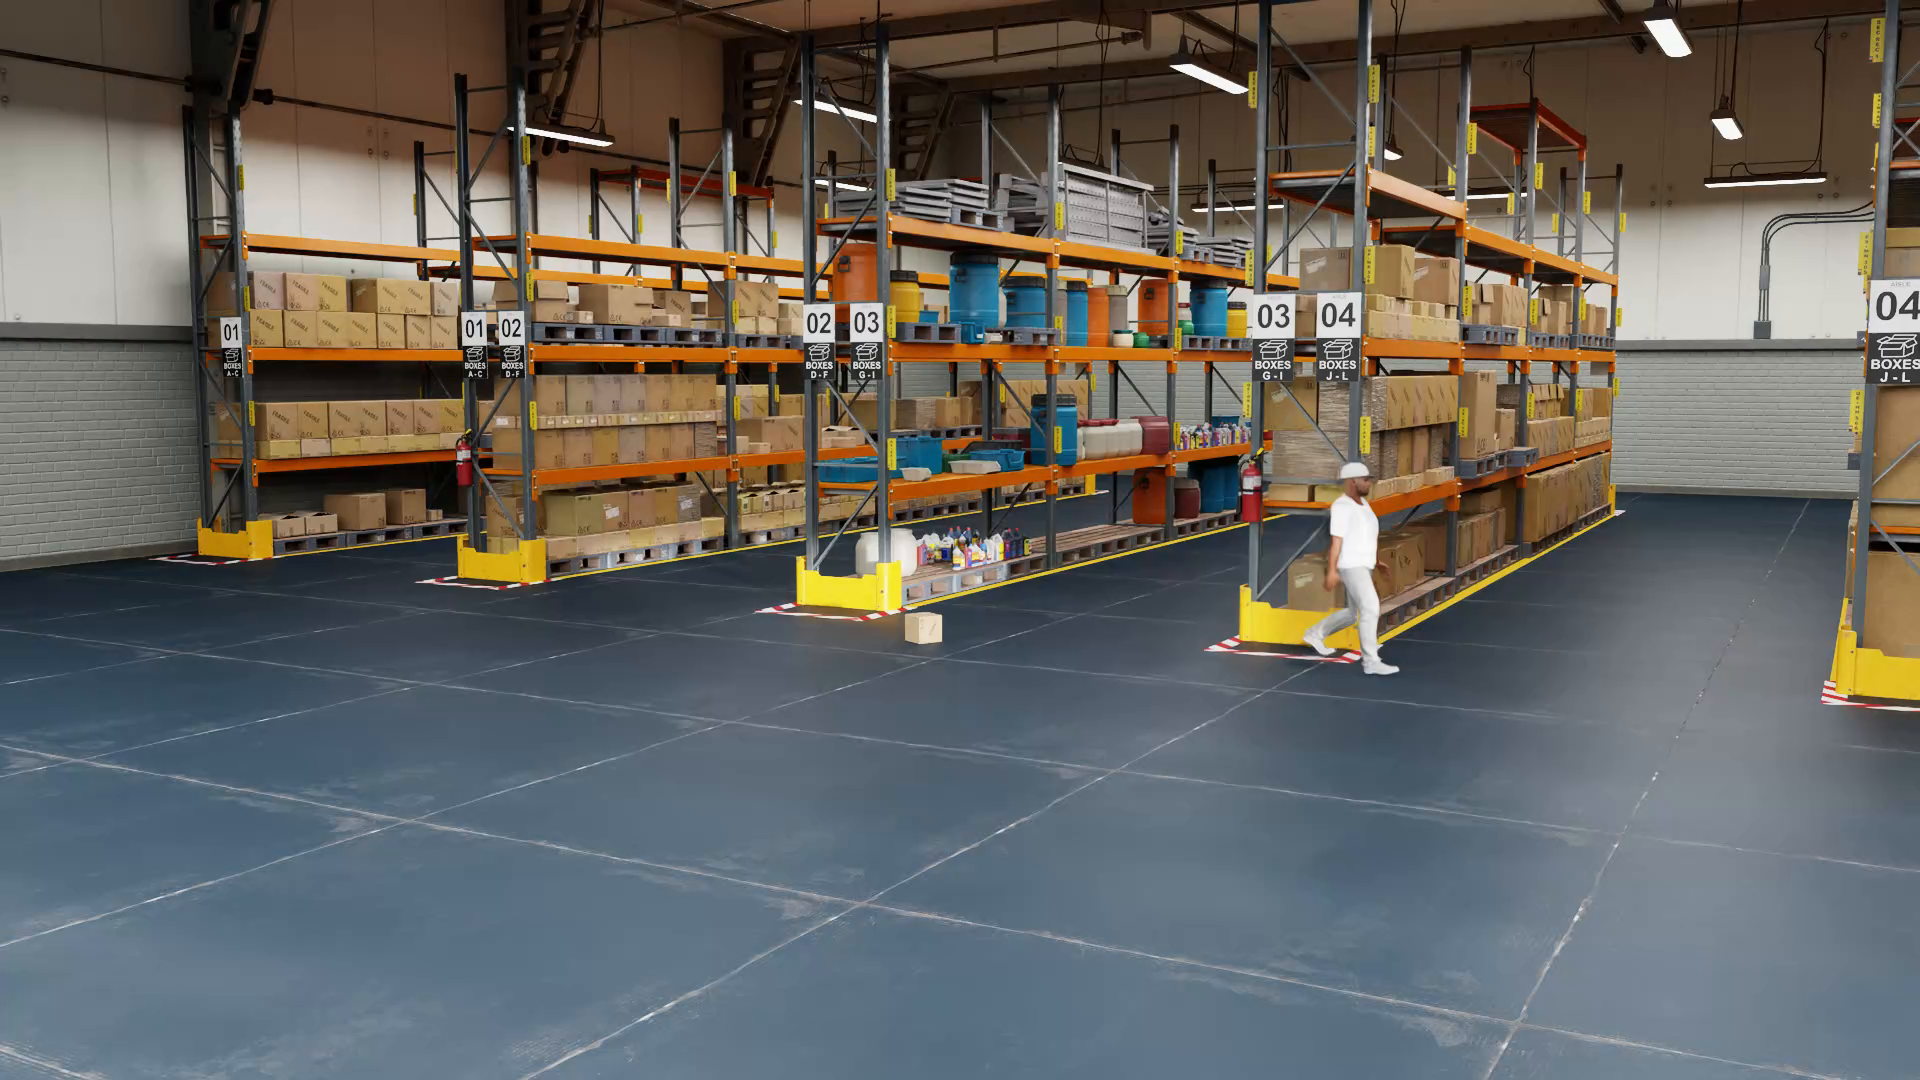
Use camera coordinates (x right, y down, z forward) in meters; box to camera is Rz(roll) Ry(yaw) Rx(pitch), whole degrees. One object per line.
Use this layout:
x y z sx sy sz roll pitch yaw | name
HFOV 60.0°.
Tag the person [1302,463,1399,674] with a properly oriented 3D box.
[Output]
3.297 0.227 13.926 0.904 1.731 0.580 3 7 30 | person
